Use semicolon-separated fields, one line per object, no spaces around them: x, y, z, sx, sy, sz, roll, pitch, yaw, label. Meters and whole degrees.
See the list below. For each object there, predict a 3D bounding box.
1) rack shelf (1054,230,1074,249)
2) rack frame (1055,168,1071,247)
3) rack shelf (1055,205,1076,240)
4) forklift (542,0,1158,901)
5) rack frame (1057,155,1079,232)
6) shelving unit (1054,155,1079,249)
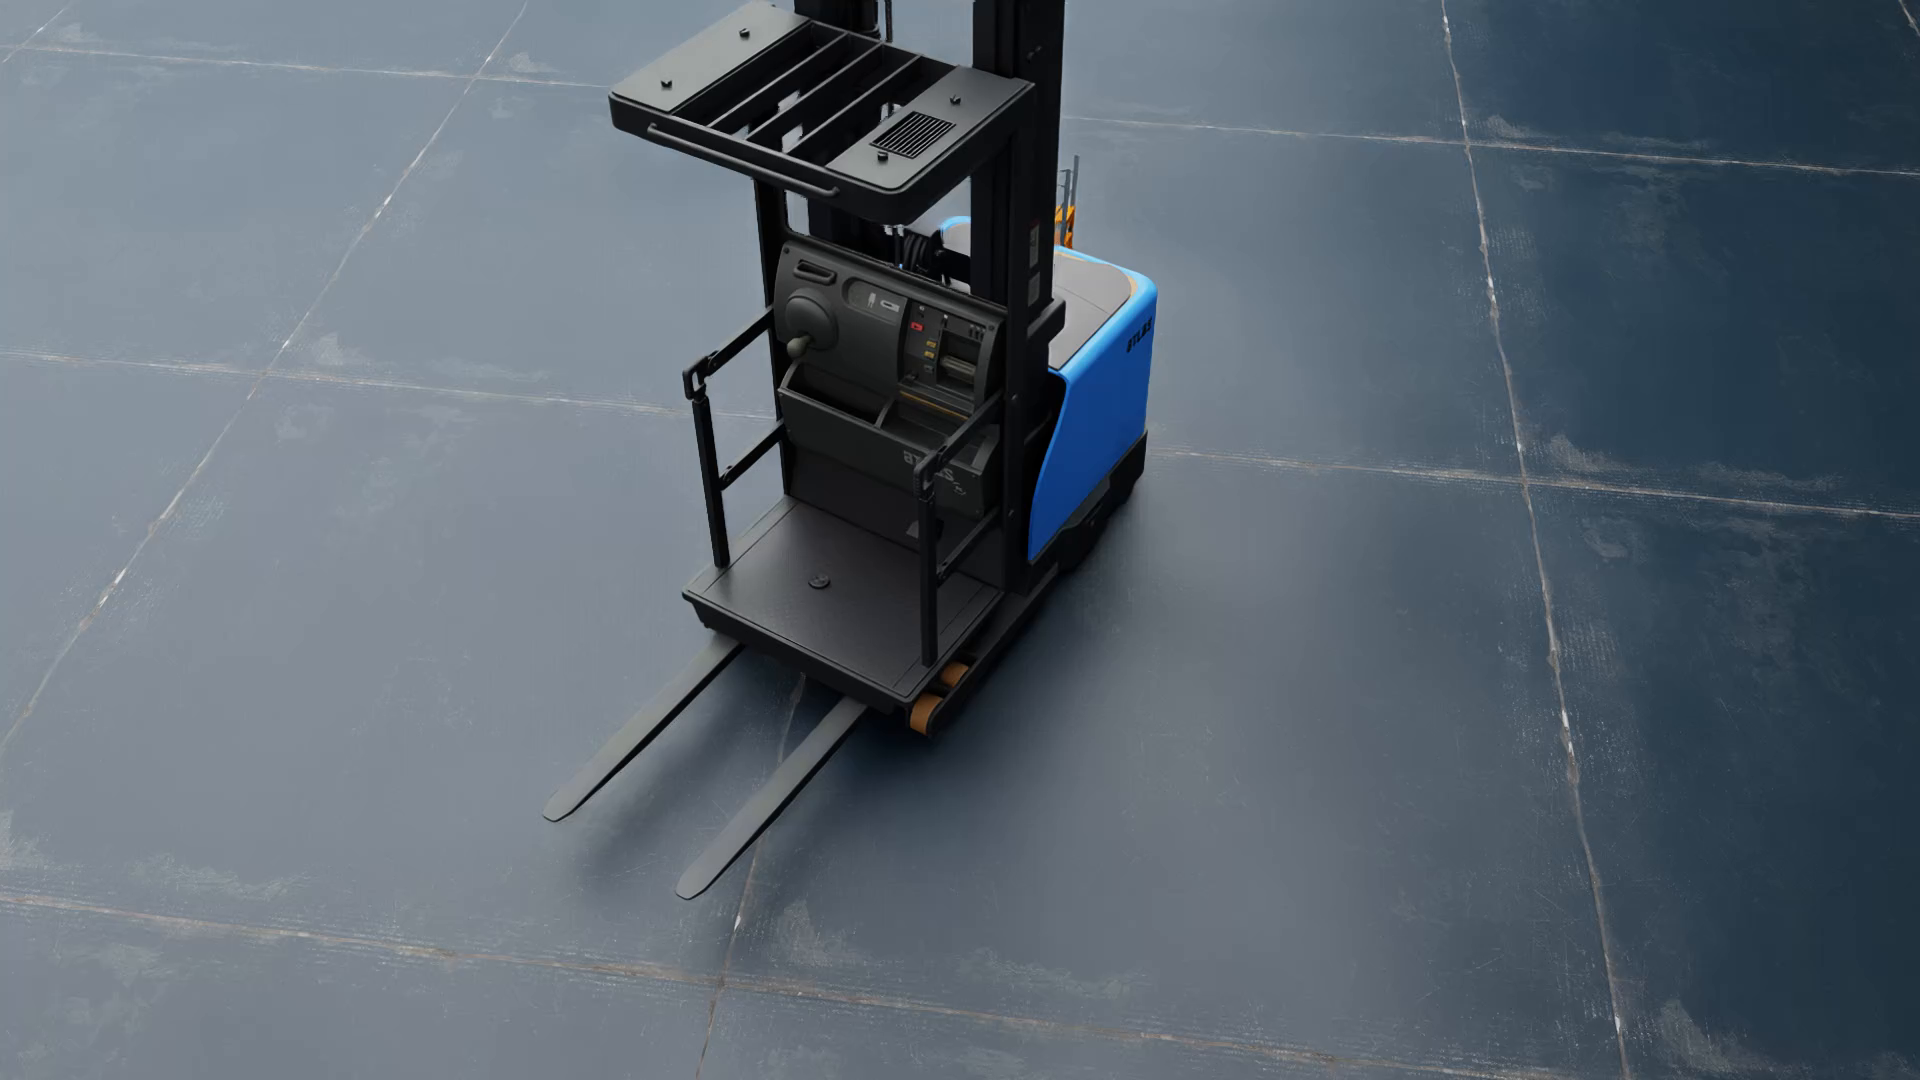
0.366;-1.329;7.491;0.258;0.103;0.180;11;33;11;rack shelf
0.333;-1.117;7.521;0.240;1.200;0.006;11;33;11;rack frame
0.372;-1.430;7.427;0.258;0.103;0.180;11;33;11;rack shelf
-0.388;-0.680;5.837;1.130;2.935;3.031;24;48;23;forklift
0.379;-1.210;7.671;0.240;1.200;0.006;11;33;11;rack frame
0.356;-1.164;7.596;0.258;1.200;0.189;11;33;11;shelving unit
